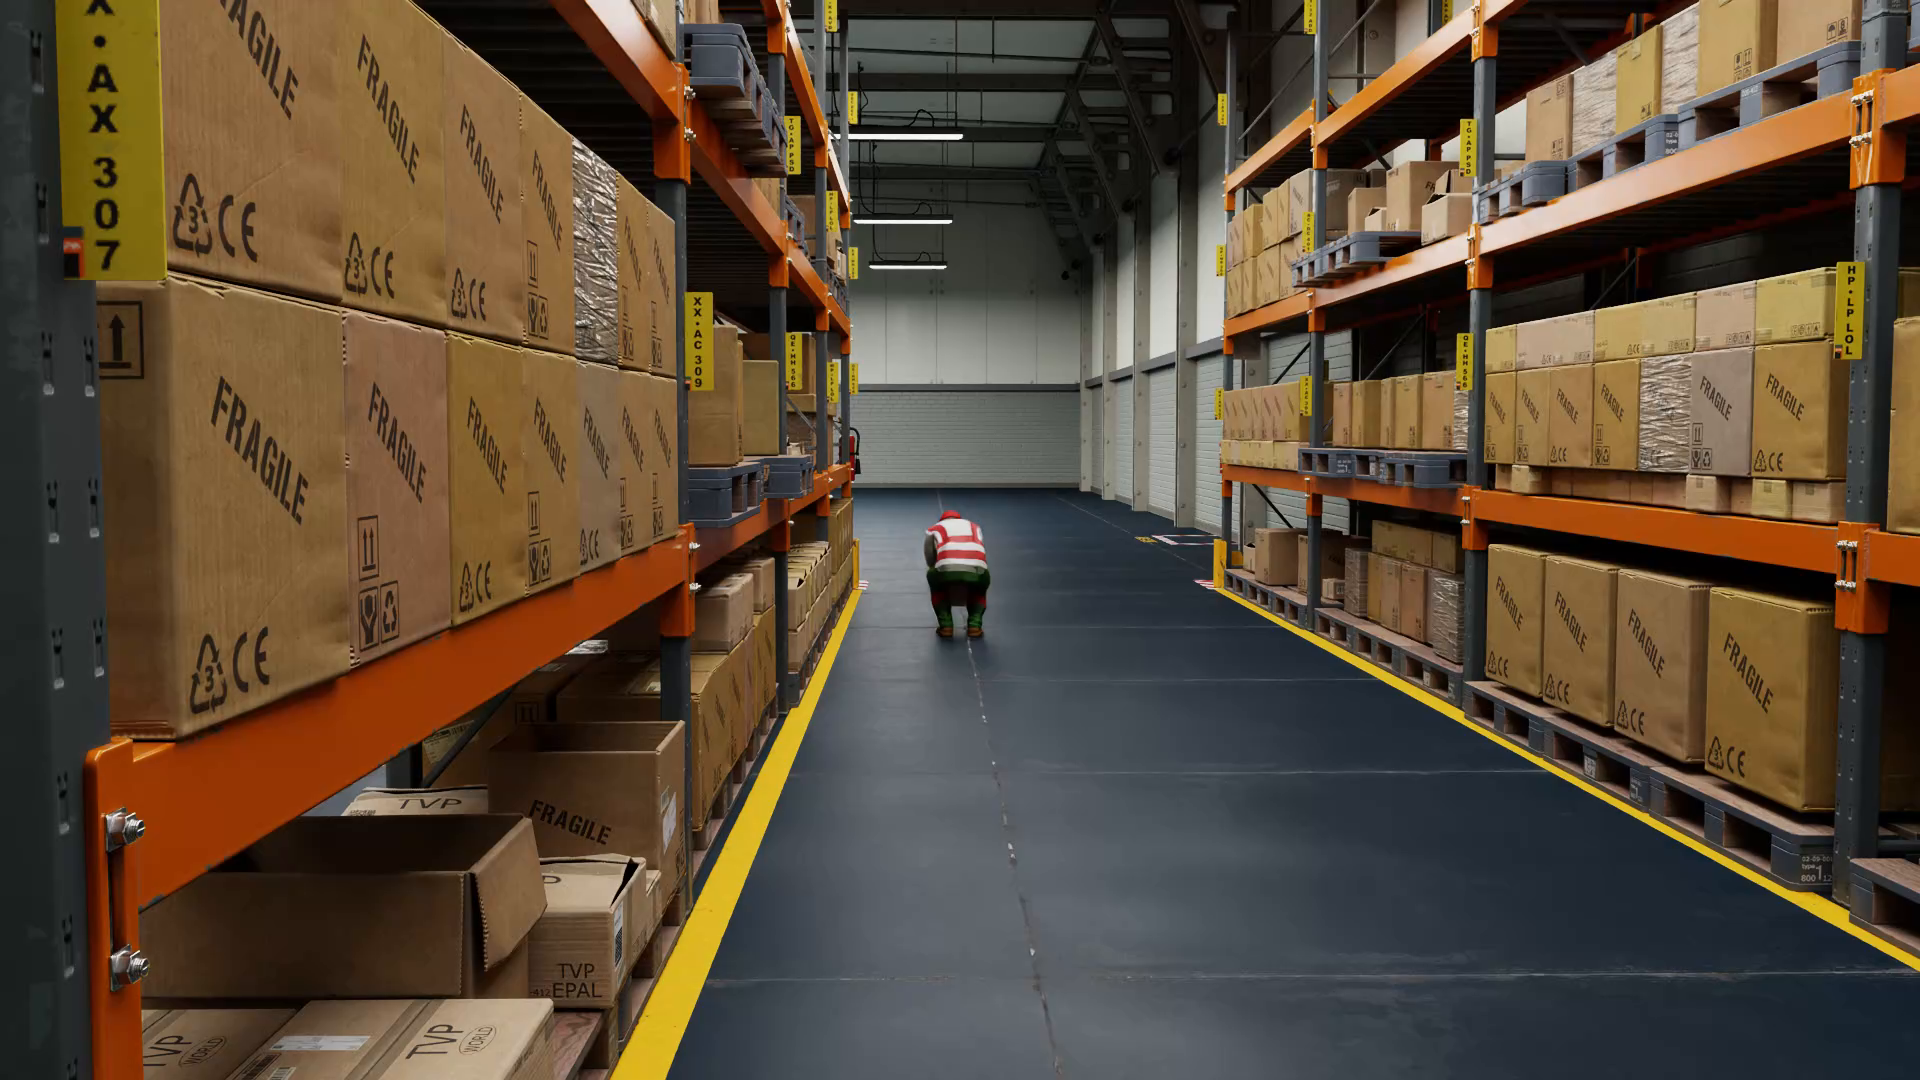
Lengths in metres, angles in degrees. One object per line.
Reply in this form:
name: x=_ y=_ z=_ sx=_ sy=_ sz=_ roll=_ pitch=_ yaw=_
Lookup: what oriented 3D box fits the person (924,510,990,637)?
person: x=-0.022 y=0.271 z=13.526 sx=0.533 sy=0.991 sz=0.912 roll=0 pitch=4 yaw=-3
